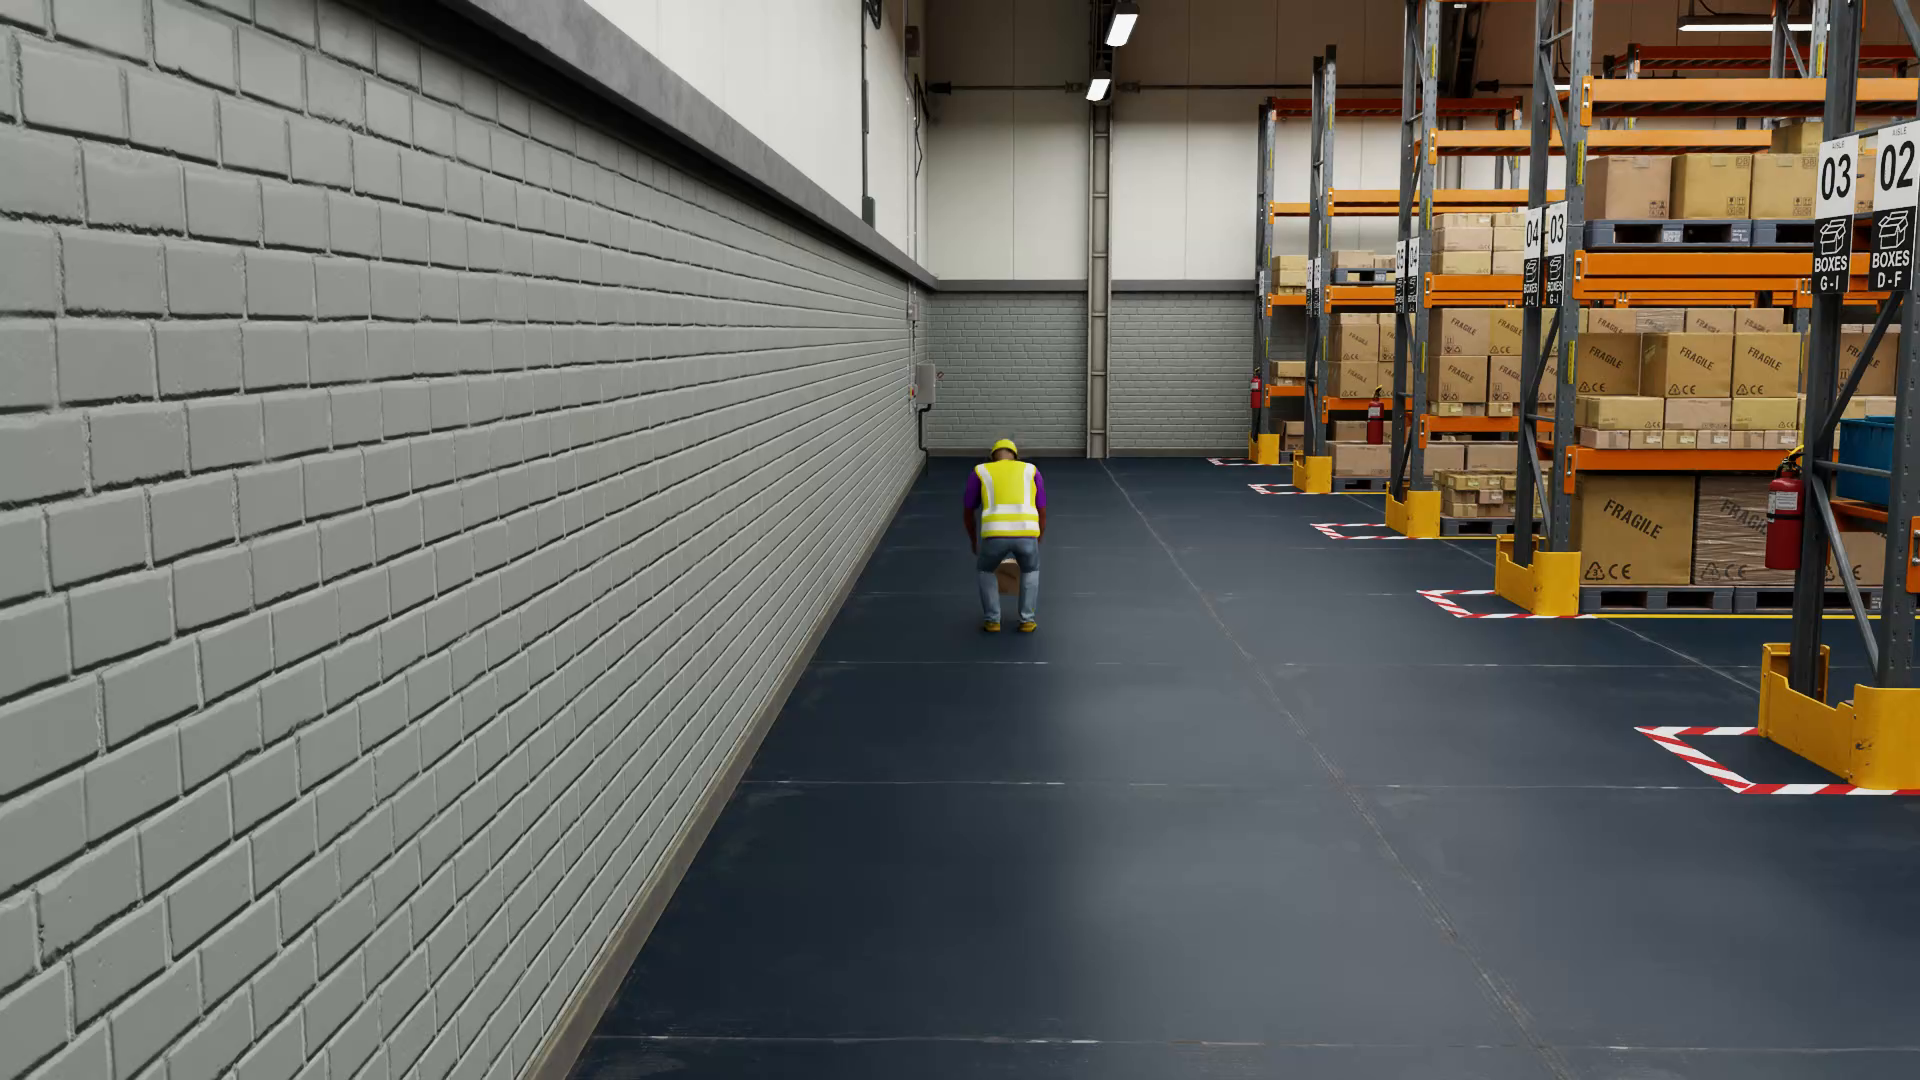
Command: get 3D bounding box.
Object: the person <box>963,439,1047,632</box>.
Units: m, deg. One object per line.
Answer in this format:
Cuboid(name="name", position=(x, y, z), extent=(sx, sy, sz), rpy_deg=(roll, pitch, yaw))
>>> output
Cuboid(name="person", position=(0.333, -0.037, 12.422), extent=(0.632, 1.405, 0.762), rpy_deg=(0, 7, 1))
